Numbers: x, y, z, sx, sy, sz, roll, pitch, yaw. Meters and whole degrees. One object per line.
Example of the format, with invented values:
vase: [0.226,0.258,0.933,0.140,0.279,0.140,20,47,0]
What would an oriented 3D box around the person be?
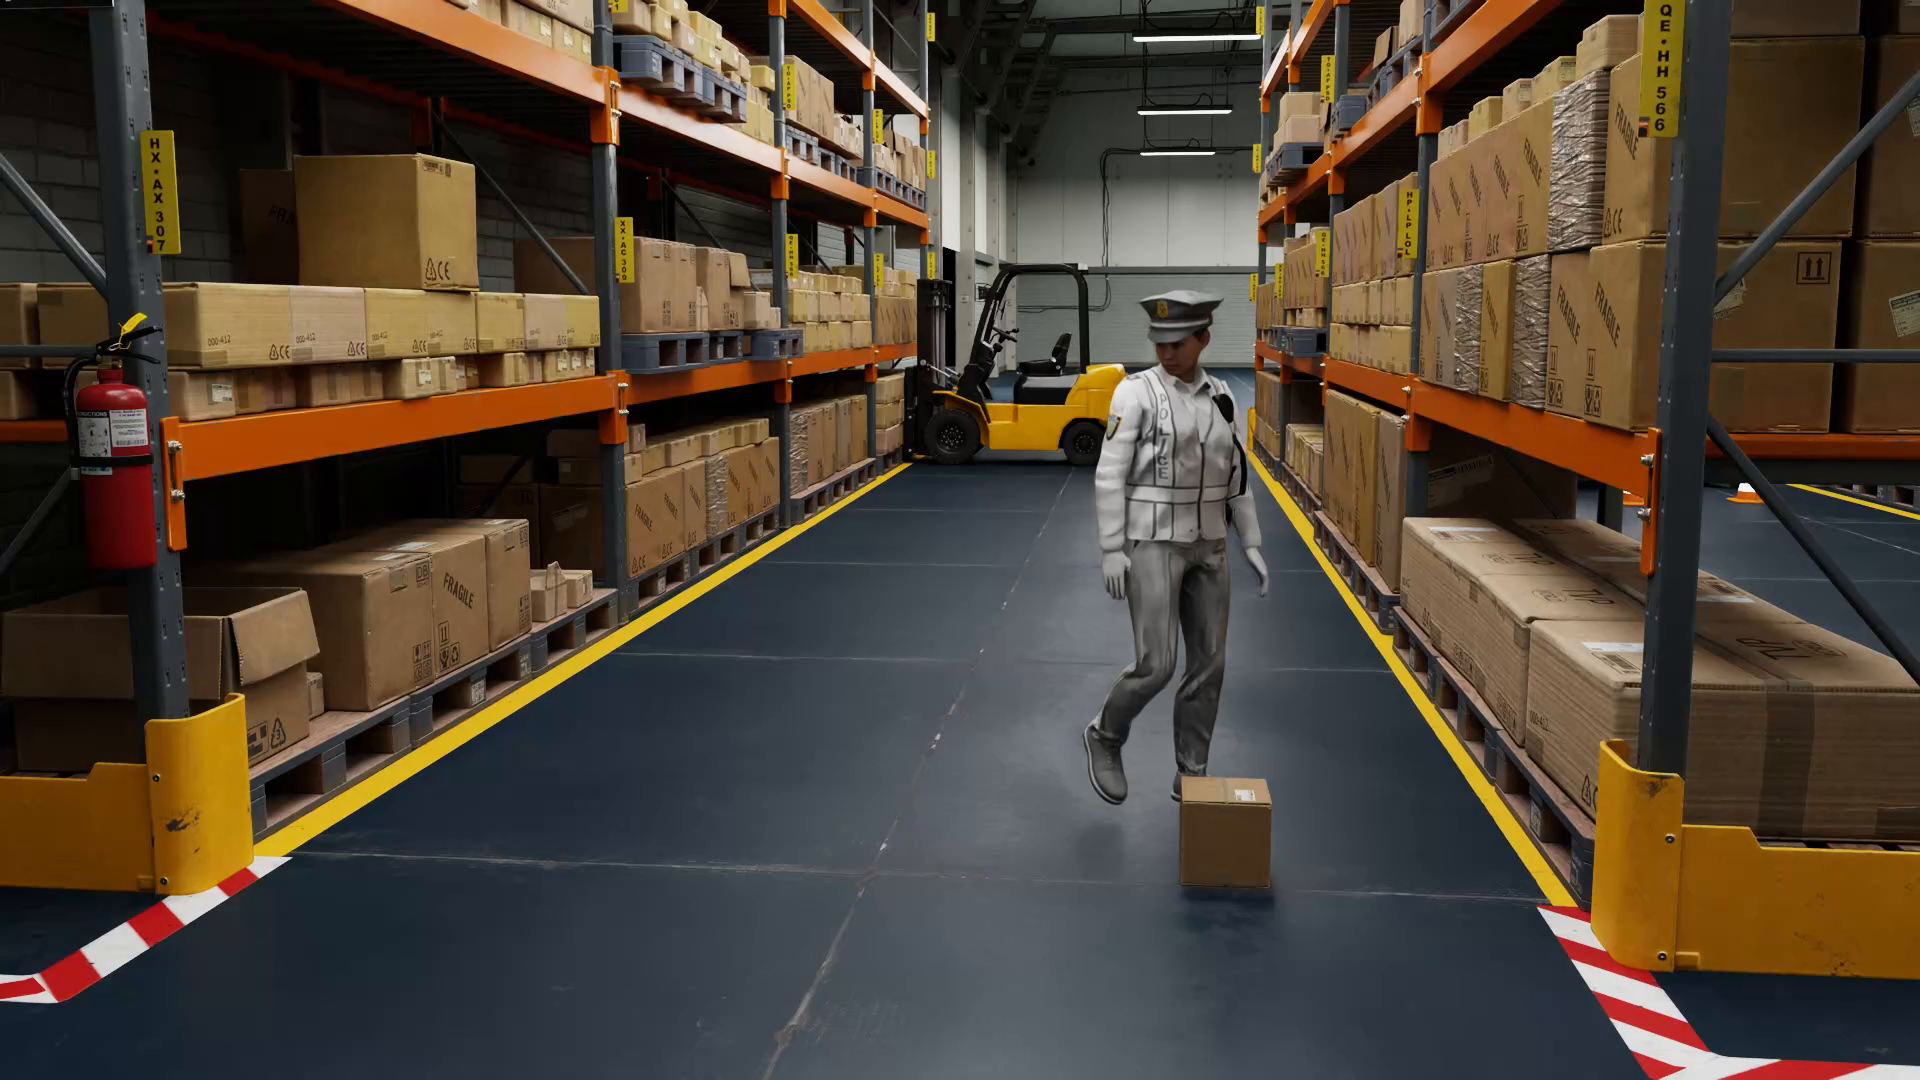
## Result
person: [0.681,0.044,5.309,0.537,1.665,0.466,-5,9,-32]
